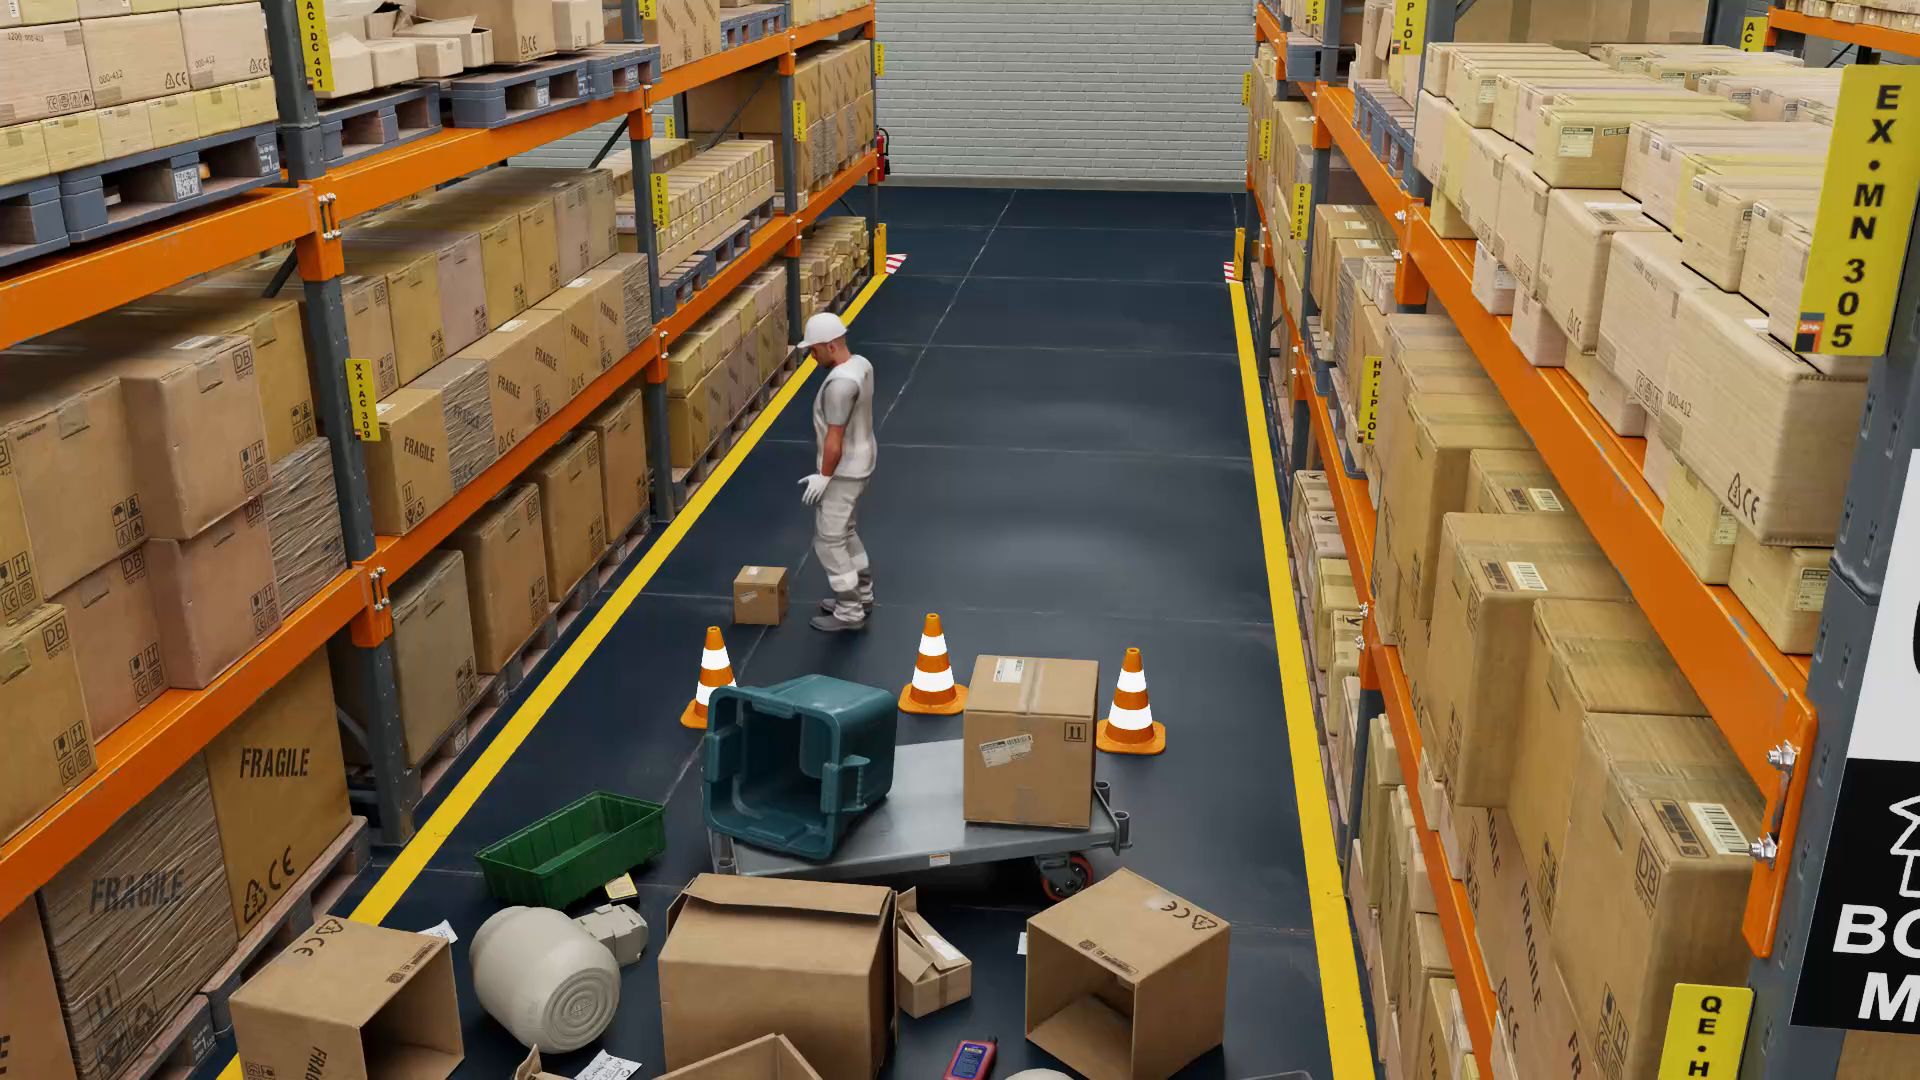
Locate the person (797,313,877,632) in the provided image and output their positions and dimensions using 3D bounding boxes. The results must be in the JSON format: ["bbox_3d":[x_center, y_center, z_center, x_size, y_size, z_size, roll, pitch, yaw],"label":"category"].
[{"bbox_3d":[-0.662,-0.366,9.042,0.400,1.763,0.534,3,21,8],"label":"person"}]
